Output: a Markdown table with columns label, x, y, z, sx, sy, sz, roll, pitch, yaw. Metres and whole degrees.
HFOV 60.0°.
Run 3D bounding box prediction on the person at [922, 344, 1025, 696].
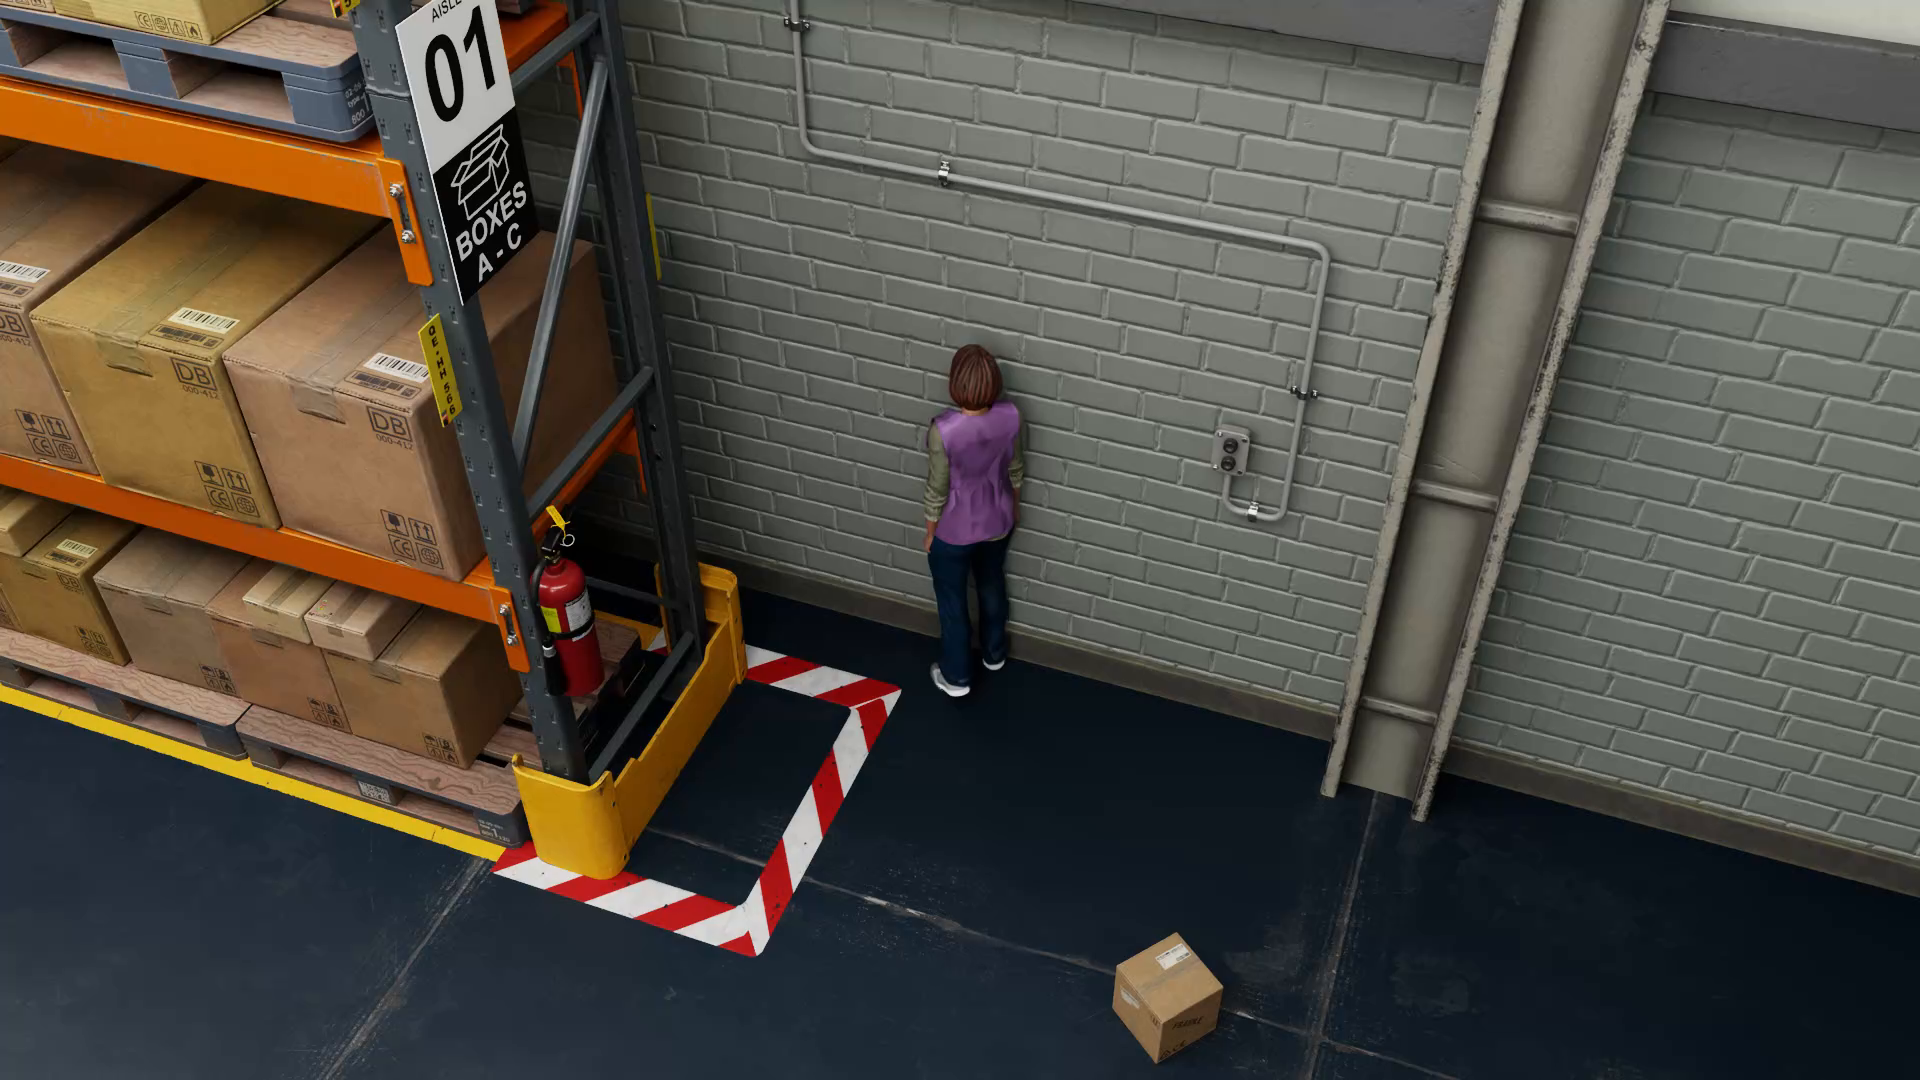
| label | x | y | z | sx | sy | sz | roll | pitch | yaw |
| --- | --- | --- | --- | --- | --- | --- | --- | --- | --- |
| person | 0.035 | -0.063 | 6.263 | 0.413 | 1.646 | 0.365 | -16 | 44 | -17 |
